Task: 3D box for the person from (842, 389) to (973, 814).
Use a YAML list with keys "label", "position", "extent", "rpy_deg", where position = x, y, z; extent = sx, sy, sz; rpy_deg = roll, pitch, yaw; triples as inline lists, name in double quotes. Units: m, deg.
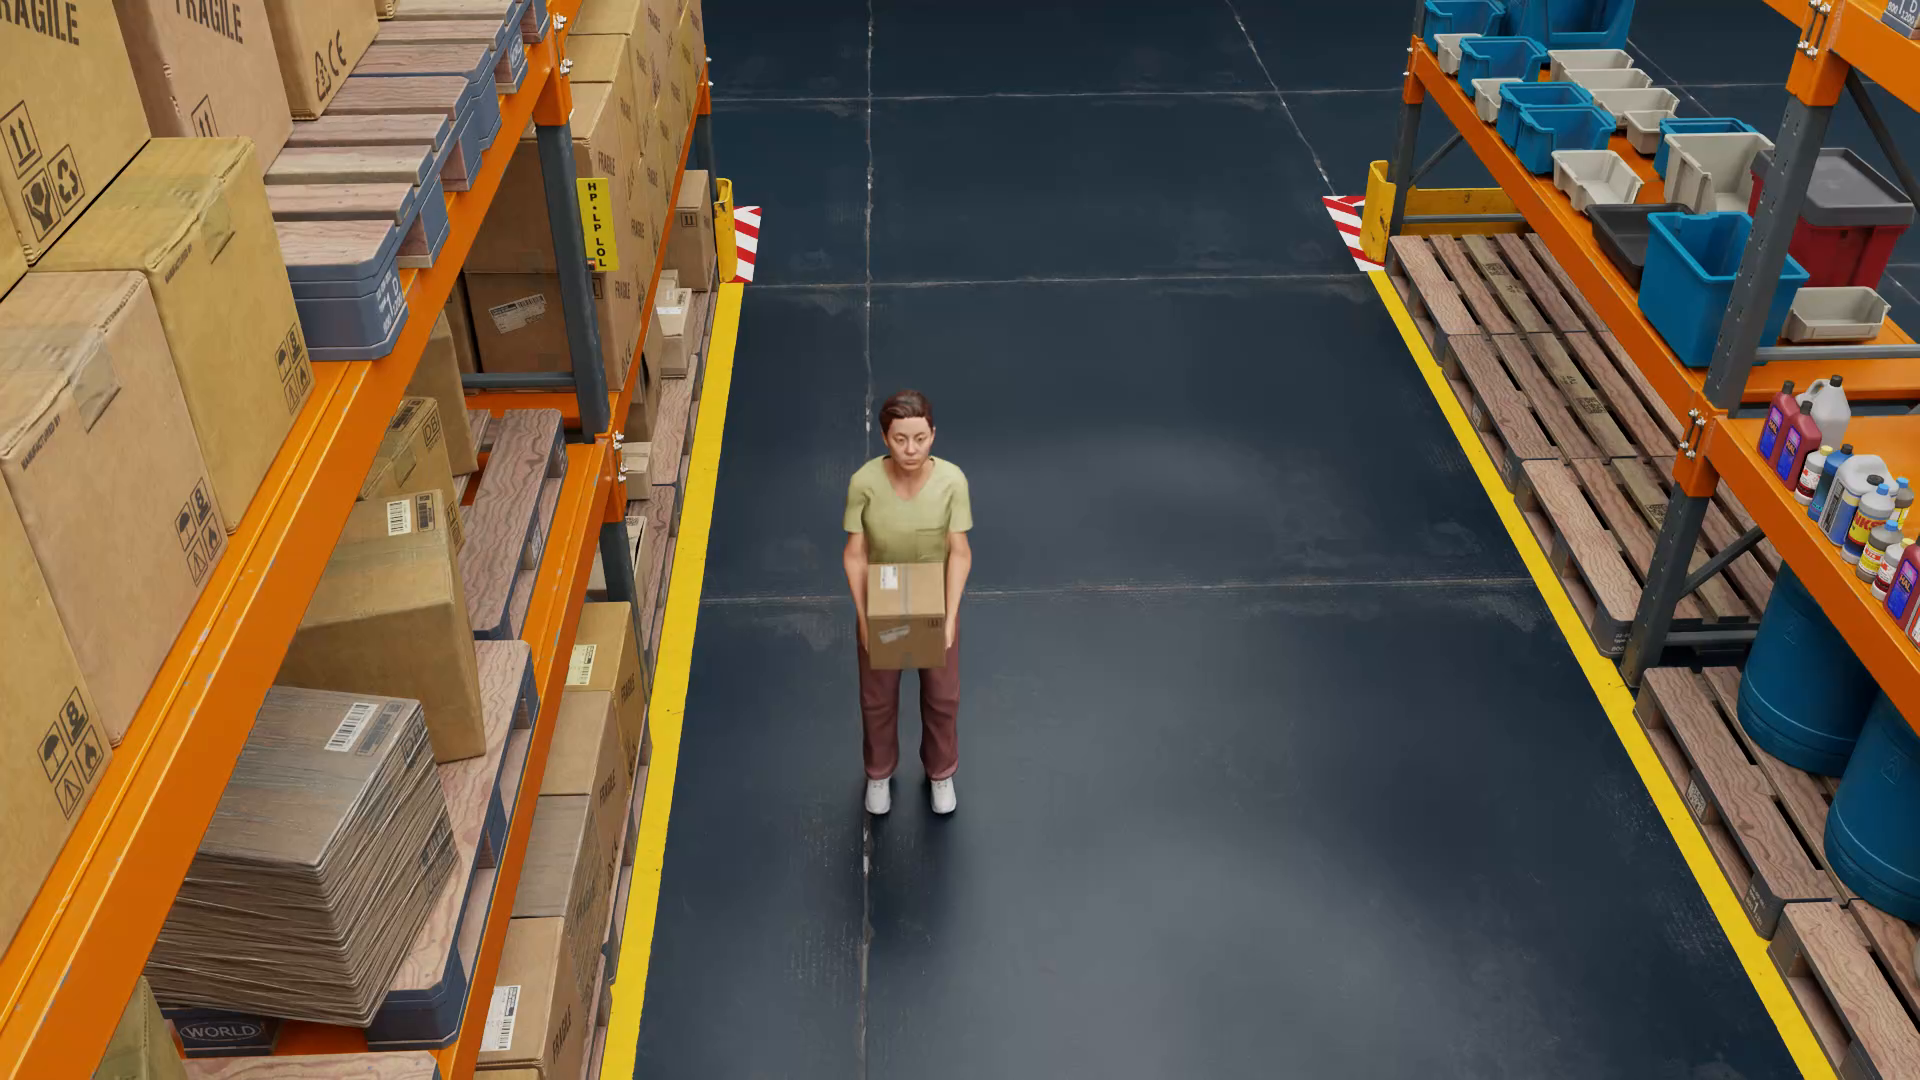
- label: "person"
  position: [-0.175, 0.278, 5.758]
  extent: [0.444, 1.669, 0.541]
  rpy_deg: [-1, 35, -2]
